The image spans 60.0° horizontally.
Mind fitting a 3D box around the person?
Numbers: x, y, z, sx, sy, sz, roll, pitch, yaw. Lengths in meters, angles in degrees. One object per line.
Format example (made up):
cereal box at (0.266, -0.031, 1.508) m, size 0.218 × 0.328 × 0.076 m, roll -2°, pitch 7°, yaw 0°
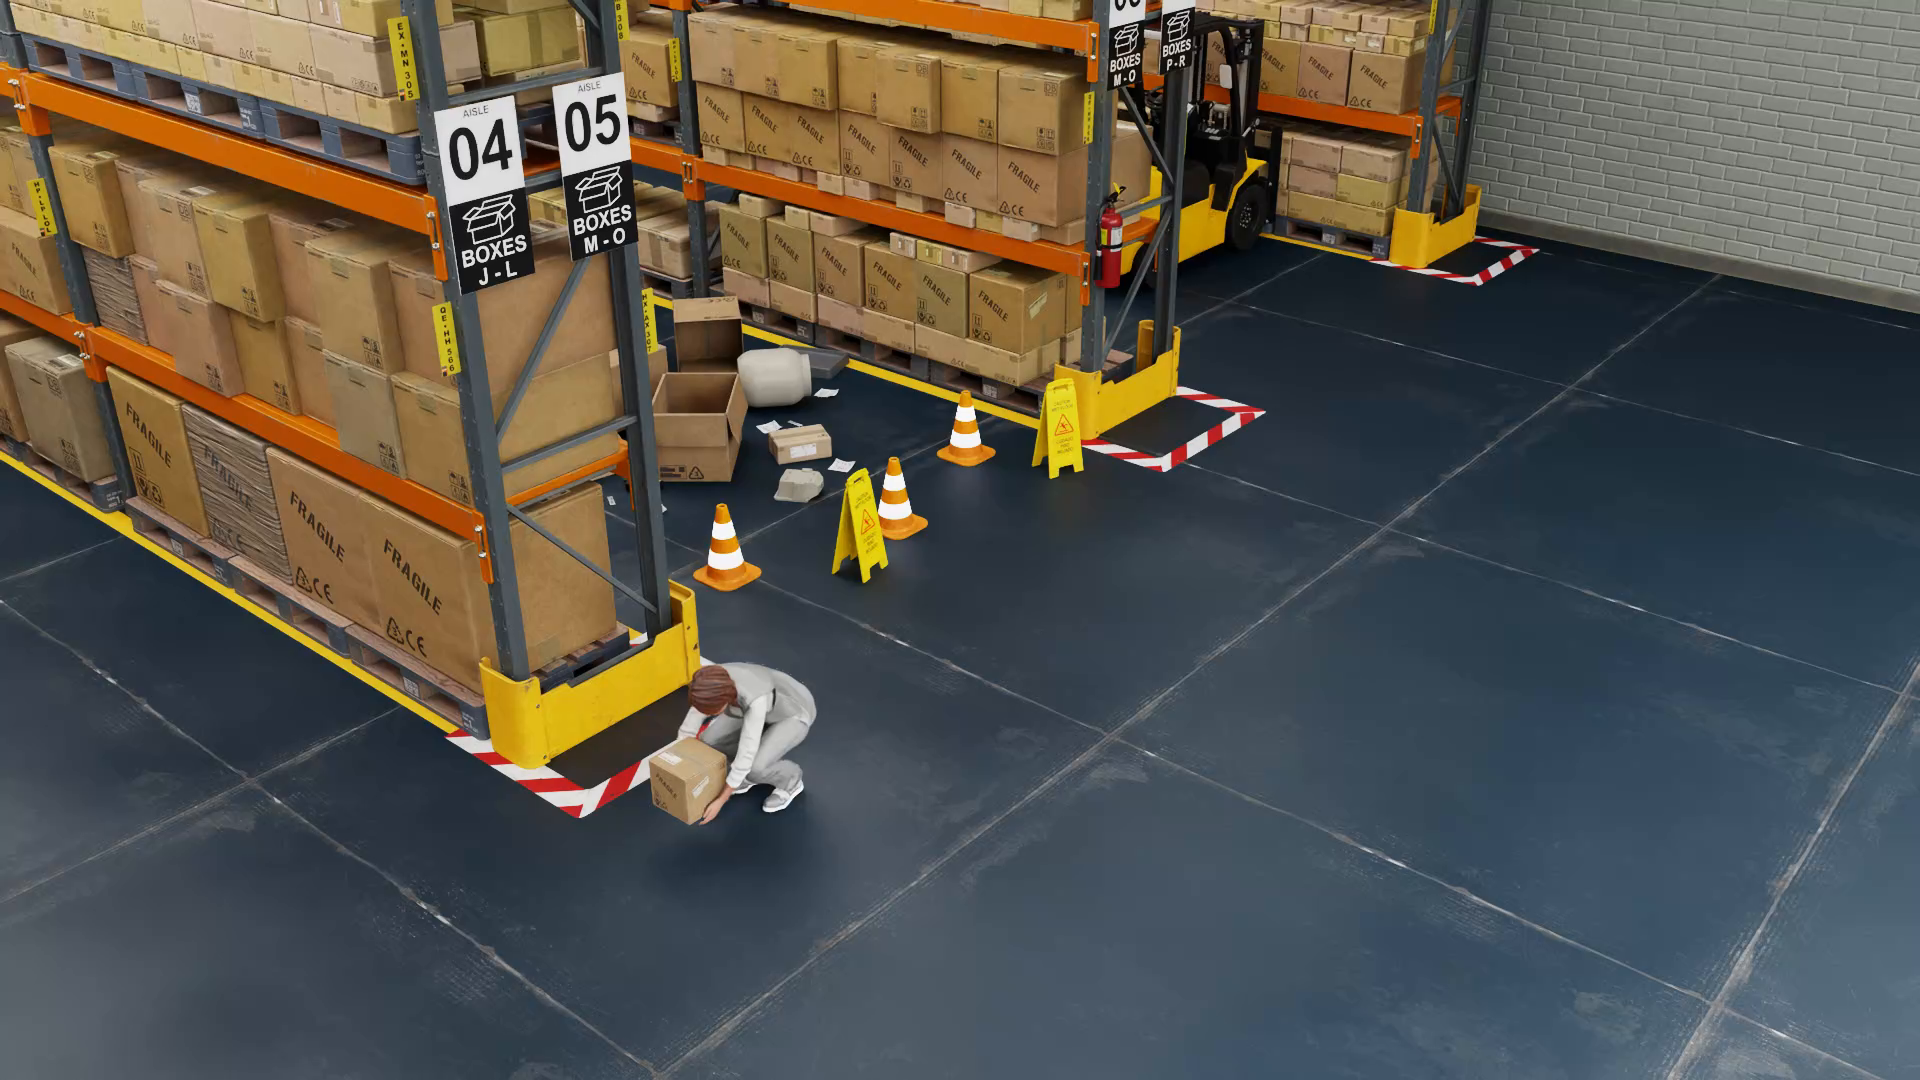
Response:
person at (-1.007, 0.879, 7.742) m, size 0.464 × 0.876 × 0.807 m, roll 21°, pitch 34°, yaw 34°
